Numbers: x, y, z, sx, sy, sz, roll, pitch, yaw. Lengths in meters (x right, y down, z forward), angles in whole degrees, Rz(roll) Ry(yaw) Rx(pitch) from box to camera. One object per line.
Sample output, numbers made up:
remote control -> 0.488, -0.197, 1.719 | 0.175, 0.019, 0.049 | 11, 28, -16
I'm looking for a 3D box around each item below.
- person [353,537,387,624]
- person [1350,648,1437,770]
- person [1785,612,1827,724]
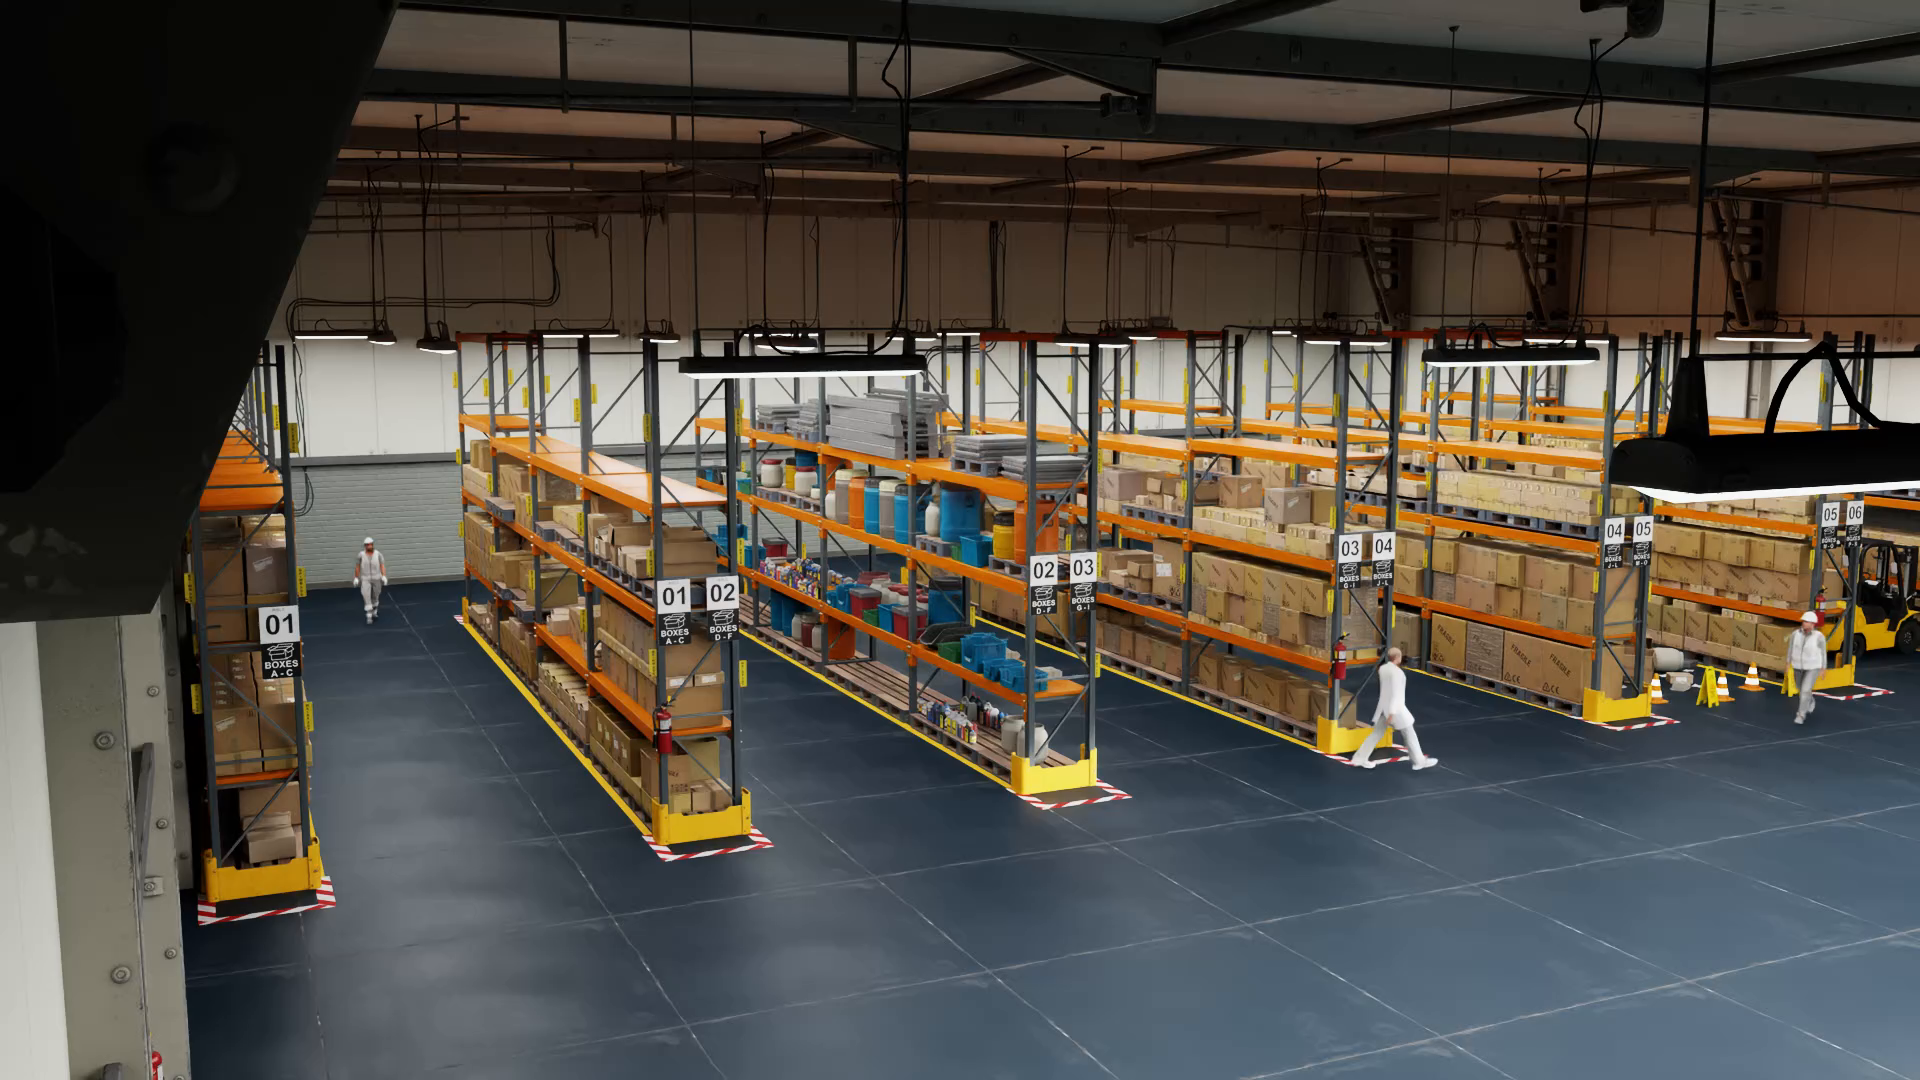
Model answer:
person -> -12.196, 0.810, 34.391 | 0.650, 1.724, 1.034 | -3, 8, -22
person -> 6.067, 2.412, 23.254 | 1.117, 1.601, 0.605 | -3, 8, -23
person -> 13.245, 1.969, 26.016 | 0.996, 1.737, 0.562 | -7, 10, -42
